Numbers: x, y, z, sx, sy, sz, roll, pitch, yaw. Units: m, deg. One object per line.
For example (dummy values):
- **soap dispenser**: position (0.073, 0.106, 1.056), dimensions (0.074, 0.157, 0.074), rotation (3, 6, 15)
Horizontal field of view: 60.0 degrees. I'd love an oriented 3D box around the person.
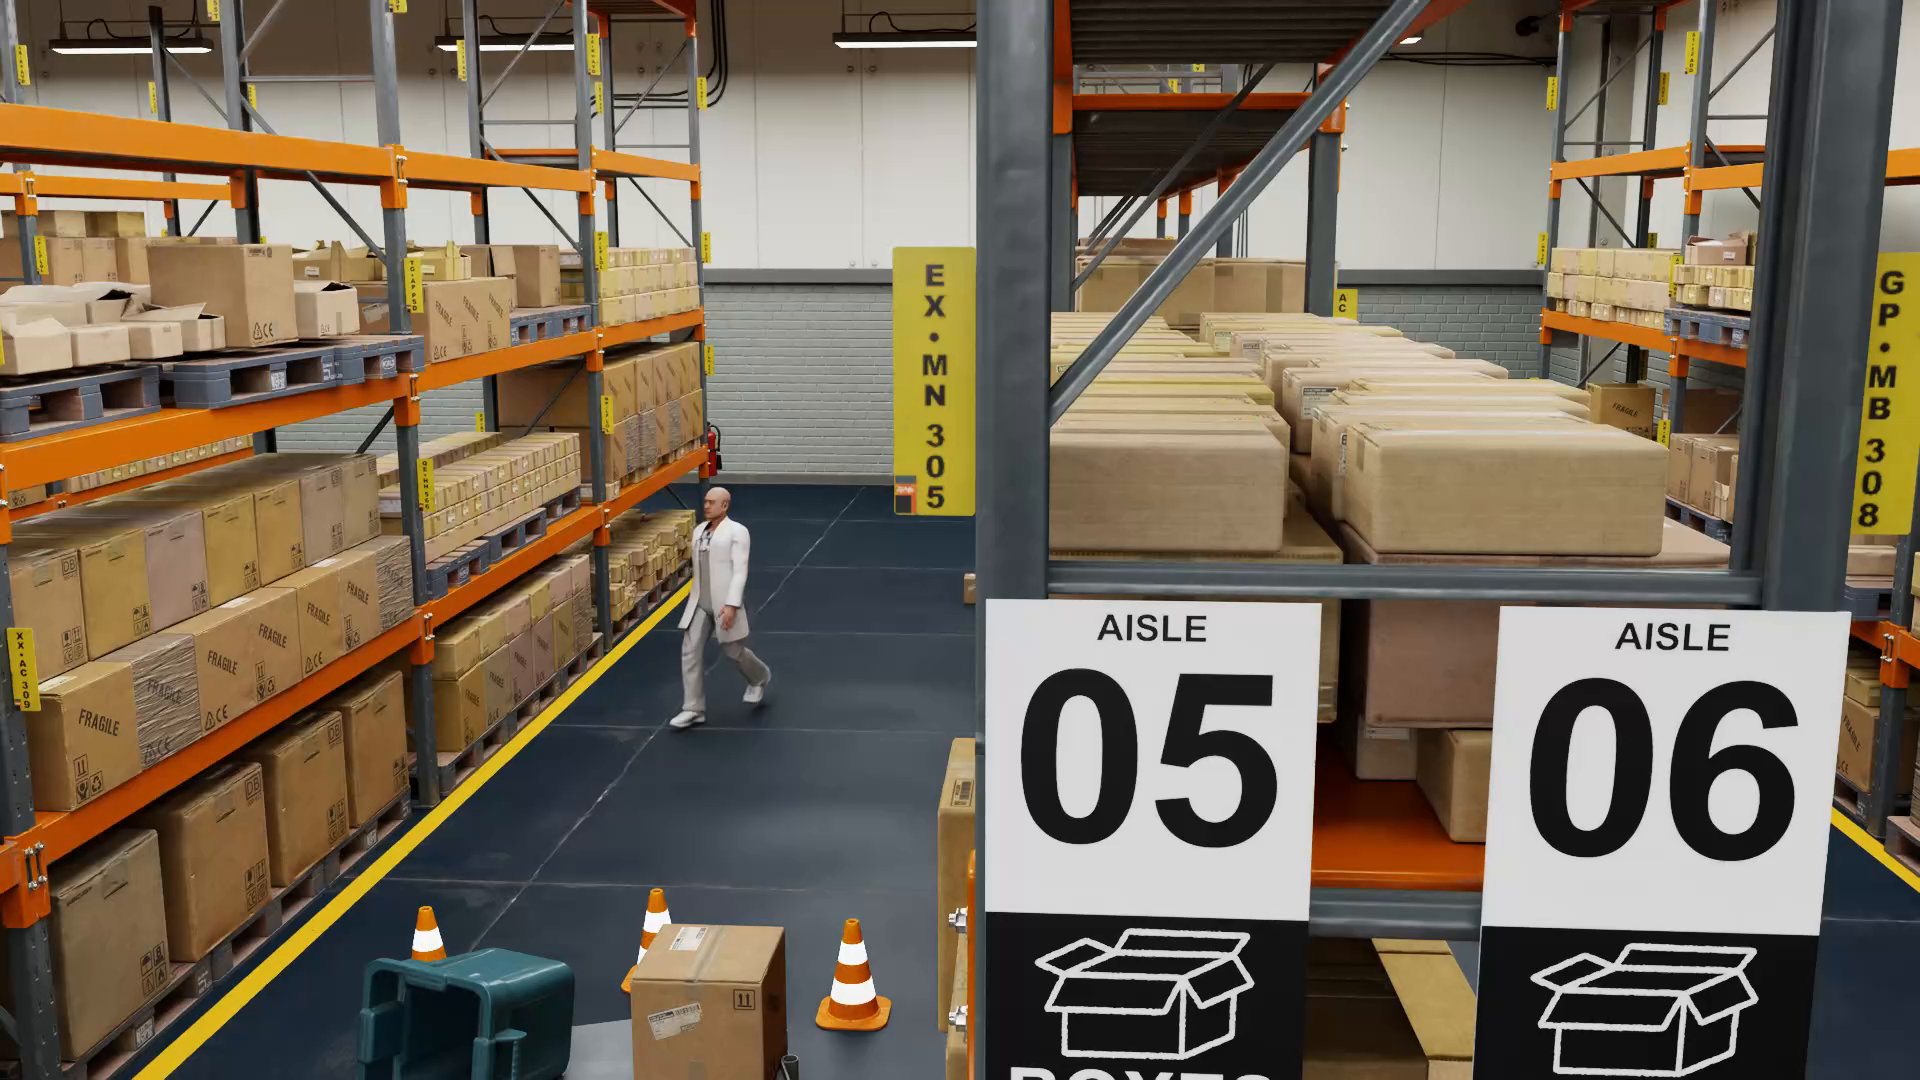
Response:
- **person**: position (-1.788, 0.473, 12.416), dimensions (0.557, 1.740, 1.038), rotation (6, 12, 28)
